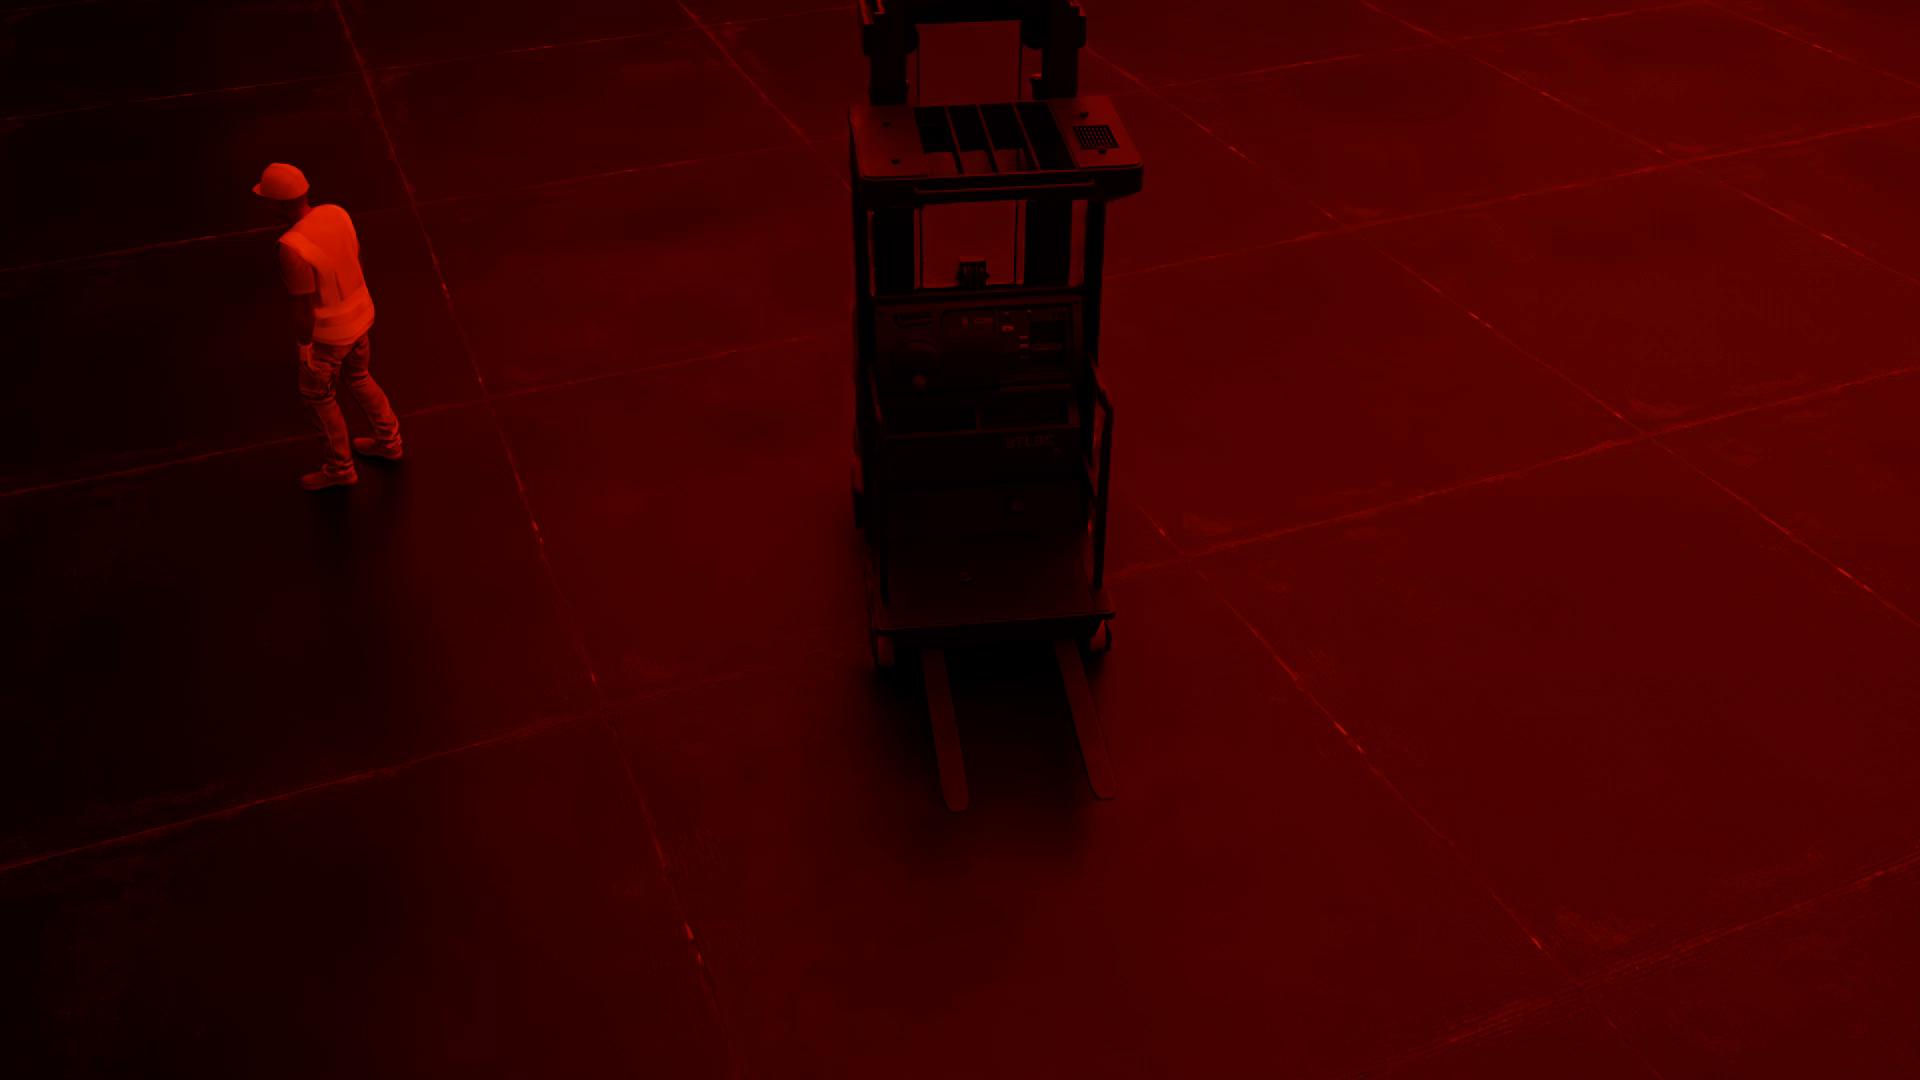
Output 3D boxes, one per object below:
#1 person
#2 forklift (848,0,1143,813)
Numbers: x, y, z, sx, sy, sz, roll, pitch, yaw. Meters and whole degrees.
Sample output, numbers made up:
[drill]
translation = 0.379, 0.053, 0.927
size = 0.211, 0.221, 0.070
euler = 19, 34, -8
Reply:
[person]
translation = -3.317, -1.126, 8.696
size = 0.462, 1.785, 0.629
euler = 8, 36, 11
[forklift]
translation = 0.113, -0.810, 7.238
size = 1.130, 2.935, 3.031
euler = -4, 36, -6
